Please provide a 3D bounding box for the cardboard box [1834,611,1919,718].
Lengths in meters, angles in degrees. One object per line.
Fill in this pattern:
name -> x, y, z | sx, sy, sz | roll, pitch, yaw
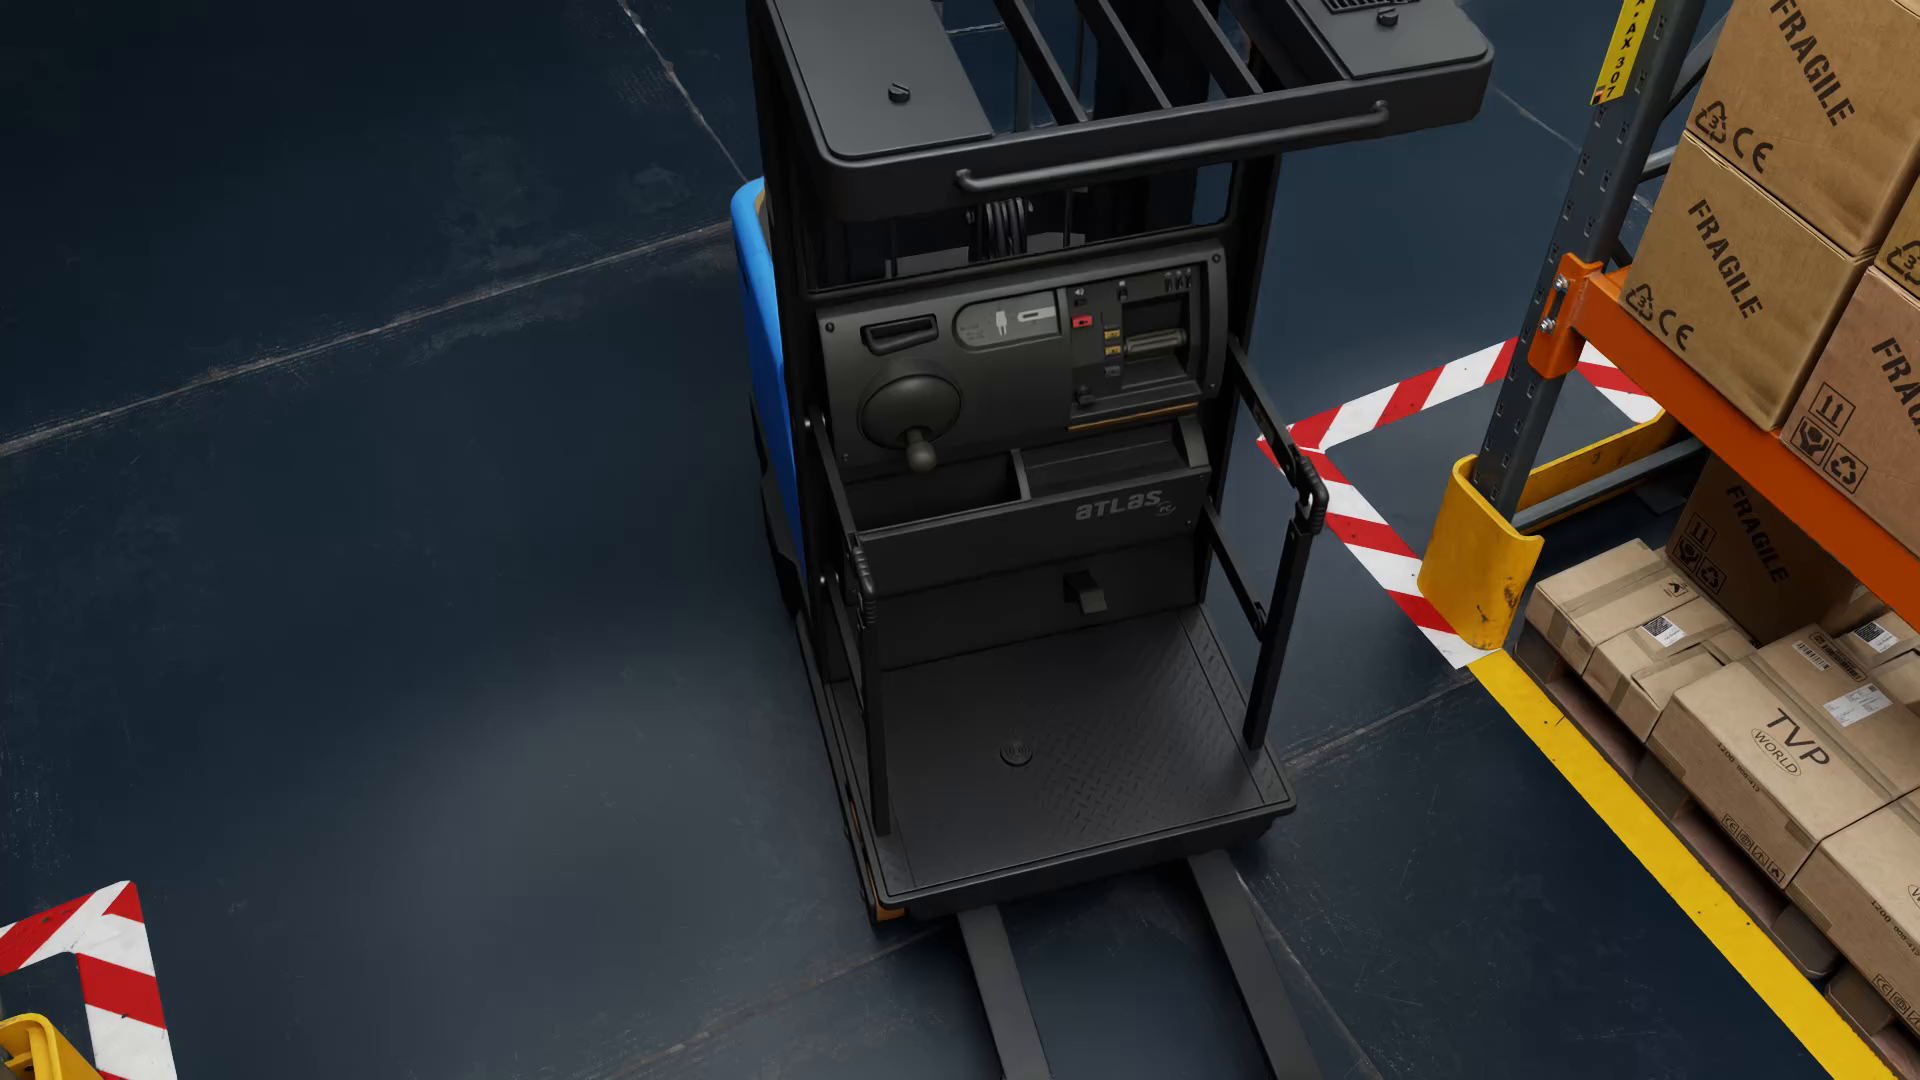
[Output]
cardboard box -> 2.523, 0.362, 4.531 | 0.380, 0.166, 0.250 | -21, 52, -18

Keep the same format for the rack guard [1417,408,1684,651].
rack guard -> 1.985, -0.133, 5.034 | 1.175, 0.500, 0.348 | -21, 52, -18

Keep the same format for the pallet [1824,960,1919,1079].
pallet -> 2.905, 1.311, 3.964 | 1.003, 0.211, 1.213 | -21, 52, -18

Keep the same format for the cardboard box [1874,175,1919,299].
cardboard box -> 2.165, -0.634, 3.081 | 0.500, 0.500, 0.500 | -21, 52, -17

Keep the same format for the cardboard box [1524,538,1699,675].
cardboard box -> 1.836, 0.185, 4.697 | 0.380, 0.149, 0.250 | -21, 52, -18

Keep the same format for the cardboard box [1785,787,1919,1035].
cardboard box -> 2.405, 0.884, 4.018 | 0.500, 0.250, 0.500 | -21, 52, -18

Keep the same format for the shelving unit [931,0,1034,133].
shelving unit -> -0.173, -1.354, 5.438 | 0.538, 1.500, 1.048 | -12, 50, -10

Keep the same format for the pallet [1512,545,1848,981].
pallet -> 2.351, 0.495, 4.677 | 1.003, 0.211, 1.213 | -21, 52, -18

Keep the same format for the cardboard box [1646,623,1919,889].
cardboard box -> 2.176, 0.550, 4.311 | 0.500, 0.250, 0.500 | -21, 52, -18

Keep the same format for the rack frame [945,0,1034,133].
rack frame -> -0.040, -0.985, 5.115 | 0.500, 1.500, 0.032 | -12, 50, -10

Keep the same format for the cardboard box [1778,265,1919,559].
cardboard box -> 2.160, -0.309, 3.461 | 0.500, 0.500, 0.500 | -22, 52, -18

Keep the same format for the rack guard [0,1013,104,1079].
rack guard -> -2.464, 1.509, 3.598 | 1.175, 0.500, 0.348 | -21, 52, -18

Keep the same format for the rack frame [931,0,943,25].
rack frame -> -0.306, -1.723, 5.761 | 0.500, 1.500, 0.032 | -12, 50, -10

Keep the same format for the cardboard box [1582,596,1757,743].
cardboard box -> 1.951, 0.347, 4.544 | 0.380, 0.166, 0.250 | -21, 52, -18

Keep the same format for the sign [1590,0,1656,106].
sign -> 1.468, -1.105, 3.649 | 0.100, 0.325, 0.005 | -21, 52, -18

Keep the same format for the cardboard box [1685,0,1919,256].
cardboard box -> 1.919, -0.981, 3.385 | 0.500, 0.500, 0.500 | -20, 52, -16

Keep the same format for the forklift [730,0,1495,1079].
forklift -> 0.211, -0.302, 3.567 | 1.130, 2.935, 3.031 | -12, 50, -10

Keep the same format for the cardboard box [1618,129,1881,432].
cardboard box -> 1.919, -0.652, 3.761 | 0.500, 0.500, 0.500 | -20, 52, -17

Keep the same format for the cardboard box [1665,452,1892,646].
cardboard box -> 2.418, -0.050, 4.669 | 0.500, 0.500, 0.500 | -21, 52, -18

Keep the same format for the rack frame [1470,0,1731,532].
rack frame -> 1.950, -1.007, 4.138 | 1.000, 3.000, 0.127 | -21, 52, -18

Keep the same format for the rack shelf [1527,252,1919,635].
rack shelf -> 2.866, 0.568, 3.238 | 1.077, 0.370, 4.000 | -21, 52, -18
